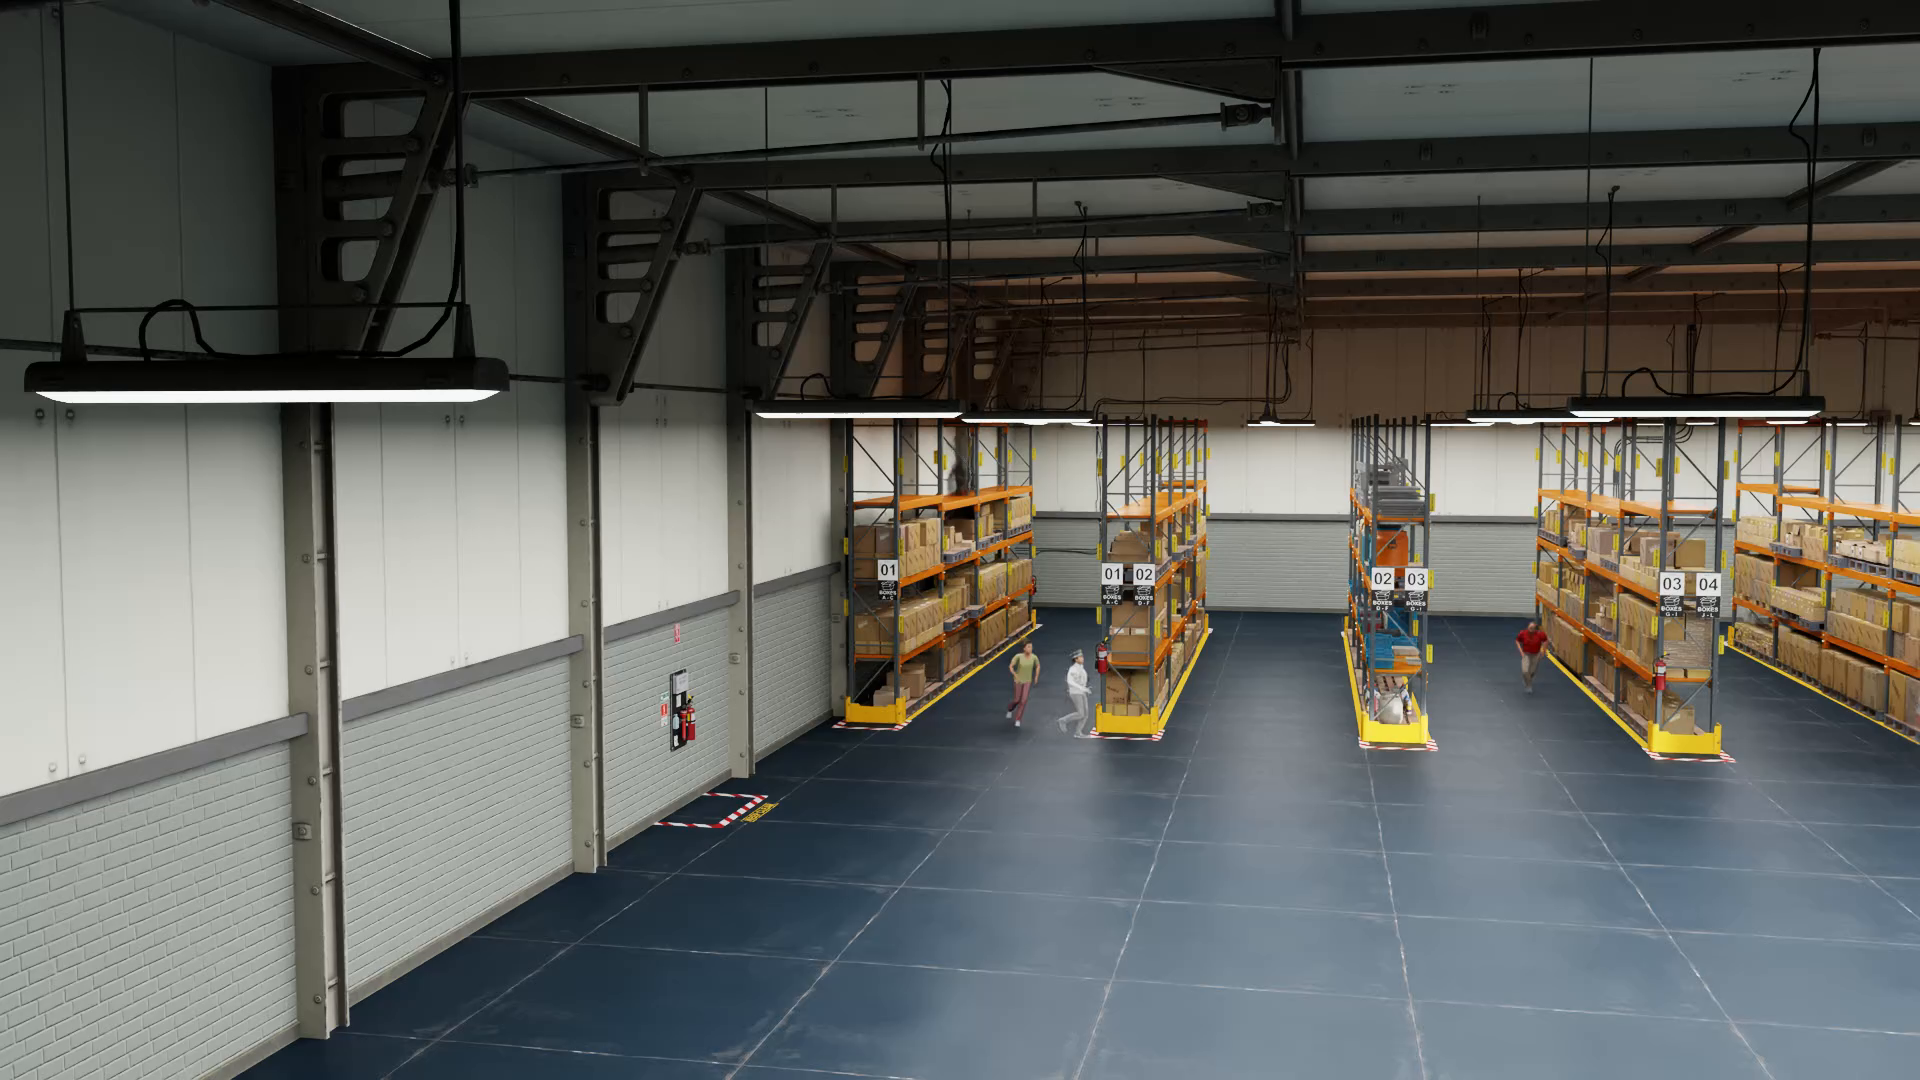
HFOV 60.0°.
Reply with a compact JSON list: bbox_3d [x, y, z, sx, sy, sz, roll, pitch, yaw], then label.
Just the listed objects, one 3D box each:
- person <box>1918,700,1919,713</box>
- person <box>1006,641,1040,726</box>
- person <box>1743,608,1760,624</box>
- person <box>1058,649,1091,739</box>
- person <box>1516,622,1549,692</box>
[{"bbox_3d":[16.284,3.017,27.525,0.620,1.695,0.725,-2,4,-23],"label":"person"},{"bbox_3d":[1.258,2.768,32.393,0.625,1.640,0.682,-1,4,-13],"label":"person"},{"bbox_3d":[21.562,1.898,45.157,0.548,1.659,0.613,0,4,0],"label":"person"},{"bbox_3d":[2.145,2.841,30.819,0.600,1.652,0.609,2,4,25],"label":"person"},{"bbox_3d":[12.498,2.536,36.351,0.681,1.583,0.888,1,4,16],"label":"person"}]
